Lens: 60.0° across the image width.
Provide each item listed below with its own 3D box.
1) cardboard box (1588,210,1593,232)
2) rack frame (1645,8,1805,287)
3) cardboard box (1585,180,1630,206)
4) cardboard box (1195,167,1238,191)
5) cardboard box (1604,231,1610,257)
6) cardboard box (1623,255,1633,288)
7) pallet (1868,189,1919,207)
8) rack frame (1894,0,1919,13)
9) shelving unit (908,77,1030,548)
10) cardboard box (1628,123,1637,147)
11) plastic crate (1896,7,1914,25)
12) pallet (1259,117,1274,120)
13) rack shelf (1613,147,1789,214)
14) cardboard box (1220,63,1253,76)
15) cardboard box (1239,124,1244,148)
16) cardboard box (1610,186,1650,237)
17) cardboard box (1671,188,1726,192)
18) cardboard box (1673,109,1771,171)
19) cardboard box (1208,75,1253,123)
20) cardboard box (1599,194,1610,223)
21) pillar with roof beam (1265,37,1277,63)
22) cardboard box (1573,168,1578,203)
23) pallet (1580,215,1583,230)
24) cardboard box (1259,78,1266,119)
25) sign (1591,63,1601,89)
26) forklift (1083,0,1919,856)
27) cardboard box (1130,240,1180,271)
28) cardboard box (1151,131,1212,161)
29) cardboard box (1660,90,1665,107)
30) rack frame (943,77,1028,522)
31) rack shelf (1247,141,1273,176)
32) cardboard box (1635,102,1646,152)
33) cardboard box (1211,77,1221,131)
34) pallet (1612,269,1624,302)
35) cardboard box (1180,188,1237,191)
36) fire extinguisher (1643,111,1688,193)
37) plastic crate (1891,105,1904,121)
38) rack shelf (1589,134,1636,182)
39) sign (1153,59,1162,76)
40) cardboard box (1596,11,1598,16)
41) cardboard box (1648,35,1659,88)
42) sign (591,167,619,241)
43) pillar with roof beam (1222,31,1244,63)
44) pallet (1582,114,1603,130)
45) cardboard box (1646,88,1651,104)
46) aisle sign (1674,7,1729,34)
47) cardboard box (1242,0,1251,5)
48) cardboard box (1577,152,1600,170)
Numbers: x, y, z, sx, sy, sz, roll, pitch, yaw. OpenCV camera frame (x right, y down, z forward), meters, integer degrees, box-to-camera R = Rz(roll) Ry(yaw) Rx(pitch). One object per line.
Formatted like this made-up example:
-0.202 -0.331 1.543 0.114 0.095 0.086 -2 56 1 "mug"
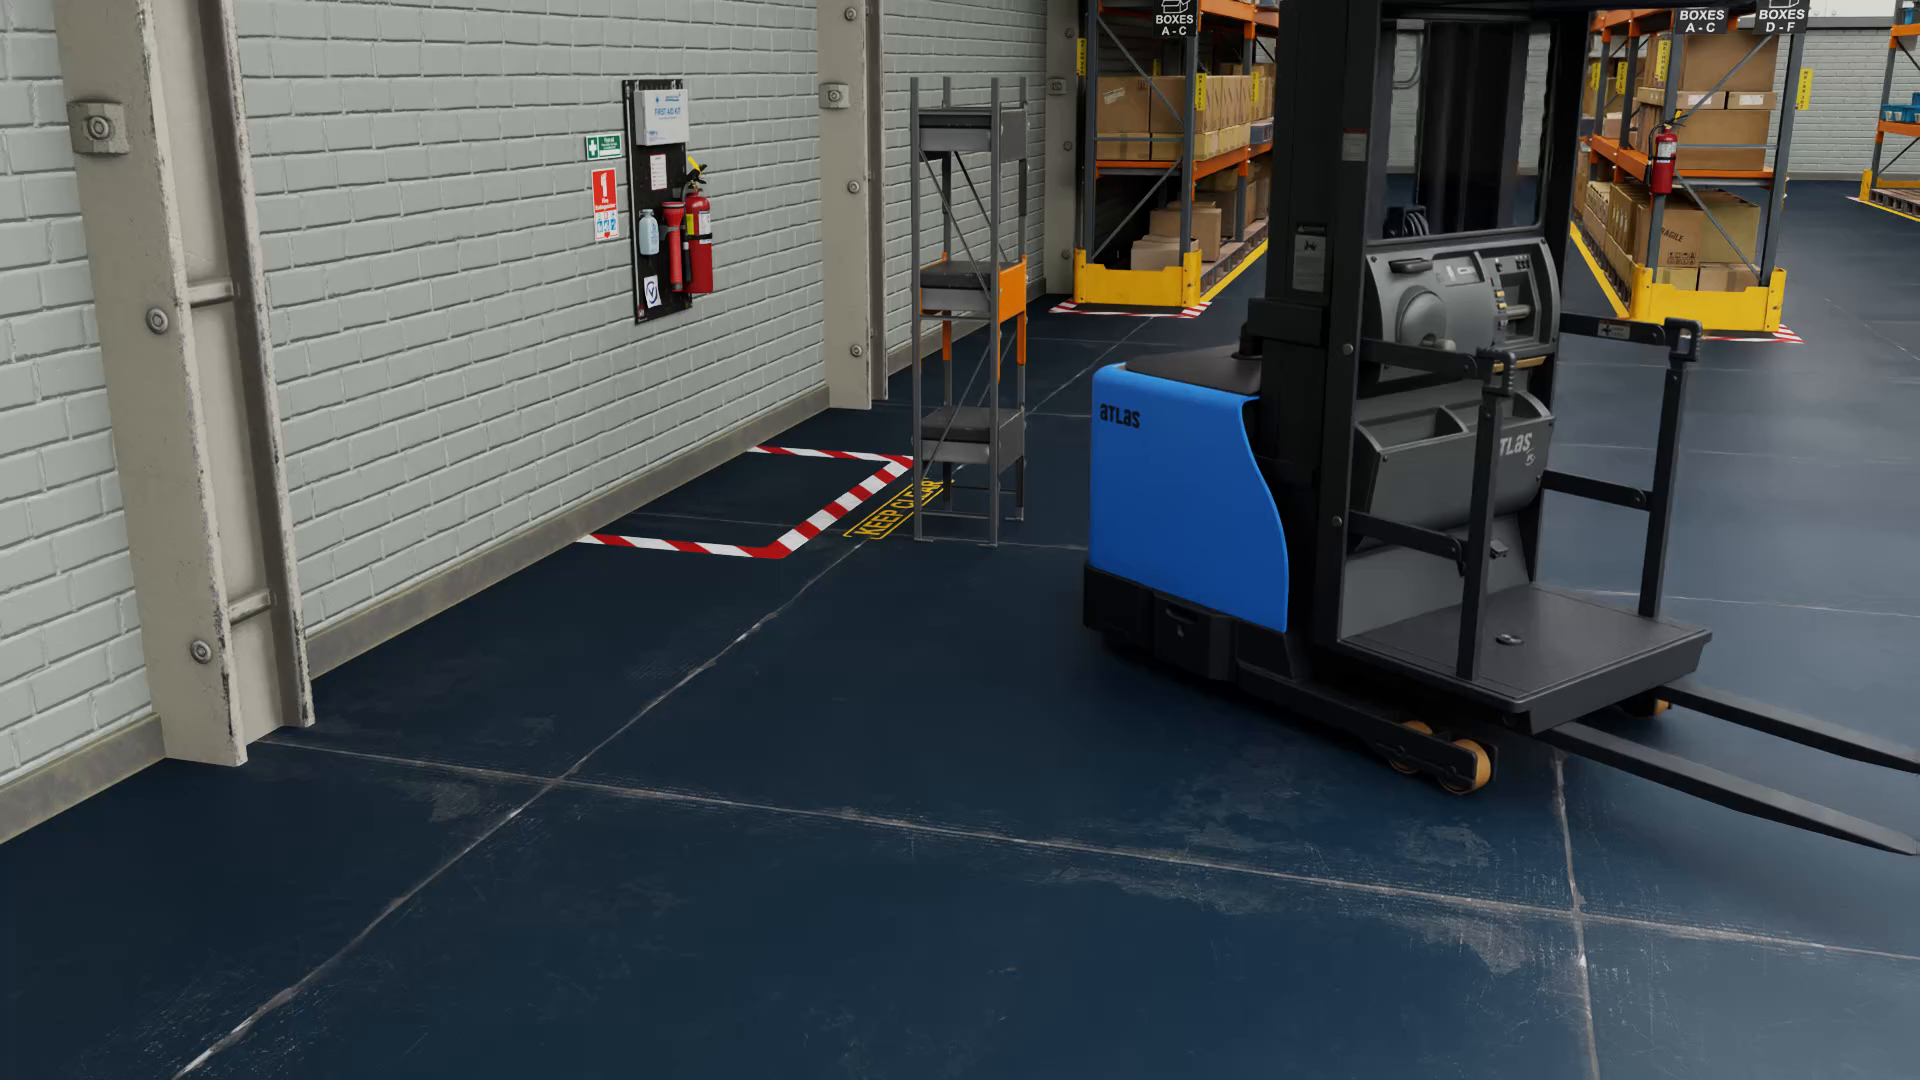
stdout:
7.959 -3.882 20.287 0.500 0.250 0.500 4 16 14 "cardboard box"
6.400 -3.292 13.938 1.000 3.000 0.127 5 16 16 "rack frame"
8.243 -4.420 21.156 0.500 0.311 0.500 5 17 18 "cardboard box"
3.101 -4.401 20.248 0.500 0.250 0.500 4 16 15 "cardboard box"
7.114 -3.120 17.601 0.500 0.250 0.500 5 16 16 "cardboard box"
6.400 -2.466 15.296 0.500 0.250 0.500 5 16 16 "cardboard box"
15.424 -5.539 26.969 1.003 0.211 1.213 5 16 16 "pallet"
15.695 -9.979 26.520 1.000 3.000 0.127 5 16 16 "rack frame"
0.047 -1.053 7.696 0.431 2.100 0.503 5 16 16 "shelving unit"
7.611 -4.518 18.507 0.396 0.266 0.258 4 16 15 "cardboard box"
15.319 -8.394 26.668 0.497 0.269 0.590 5 16 16 "plastic crate"
3.823 -5.481 22.008 1.213 0.211 1.003 5 16 16 "pallet"
6.969 -3.469 15.881 1.077 0.370 4.000 5 16 16 "rack shelf"
3.803 -6.468 22.998 0.500 0.250 0.500 5 17 17 "cardboard box"
2.793 -4.382 18.019 0.500 0.250 0.500 5 17 16 "cardboard box"
6.970 -3.350 17.038 0.500 0.500 0.500 5 16 16 "cardboard box"
7.461 -3.310 16.898 0.500 0.500 0.500 5 16 16 "cardboard box"
6.545 -3.461 14.352 0.700 0.500 0.500 5 16 16 "cardboard box"
2.949 -4.872 18.374 0.500 0.500 0.500 5 16 16 "cardboard box"
7.519 -3.752 18.803 0.500 0.311 0.500 5 17 17 "cardboard box"
10.262 -11.187 30.779 9.100 9.000 0.400 5 16 16 "pillar with roof beam"
9.298 -5.192 24.413 0.500 0.500 0.500 5 17 17 "cardboard box"
8.922 -4.236 22.376 1.003 0.211 1.213 5 16 16 "pallet"
3.466 -5.576 21.003 0.700 0.500 0.500 5 16 16 "cardboard box"
8.151 -5.943 21.310 0.100 0.325 0.005 5 16 16 "sign"
1.767 -0.783 5.220 1.130 2.935 3.031 -12 20 -36 "forklift"
1.933 -2.767 16.210 0.500 0.311 0.500 3 16 10 "cardboard box"
2.093 -3.716 15.670 0.500 0.250 0.500 4 16 14 "cardboard box"
6.619 -4.037 15.192 0.380 0.149 0.250 5 17 18 "cardboard box"
0.116 -1.117 7.921 0.400 2.100 0.015 5 16 16 "rack frame"
3.355 -4.899 20.922 1.077 0.370 4.000 5 16 16 "rack shelf"
7.417 -4.270 17.203 0.700 0.500 0.500 4 16 14 "cardboard box"
2.223 -4.203 16.016 0.500 0.500 0.500 5 16 16 "cardboard box"
6.926 -2.472 16.157 1.003 0.211 1.213 5 16 16 "pallet"
3.078 -4.064 20.434 0.700 0.500 0.500 4 16 15 "cardboard box"
5.921 -3.260 13.967 0.296 0.674 0.183 5 16 16 "fire extinguisher"
15.122 -6.830 26.609 0.416 0.233 0.300 5 16 16 "plastic crate"
8.105 -4.516 19.571 1.077 0.370 4.000 5 16 16 "rack shelf"
2.253 -5.321 18.969 0.100 0.325 0.005 5 16 16 "sign"
9.693 -7.950 25.139 0.500 0.250 0.500 5 16 16 "cardboard box"
7.274 -4.762 16.560 0.700 0.500 0.500 5 16 16 "cardboard box"
-1.681 -1.592 7.881 0.001 0.329 0.234 5 16 16 "sign"
8.557 -9.617 25.244 9.100 9.000 0.400 5 16 16 "pillar with roof beam"
9.222 -5.802 23.139 1.003 0.211 1.213 5 16 16 "pallet"
6.986 -4.376 16.388 0.380 0.149 0.250 4 16 14 "cardboard box"
6.100 -4.548 13.603 0.394 0.787 0.004 5 16 16 "aisle sign"
2.879 -6.070 18.017 0.500 0.500 0.500 5 17 17 "cardboard box"
9.155 -5.432 23.884 0.500 0.250 0.500 5 16 16 "cardboard box"
